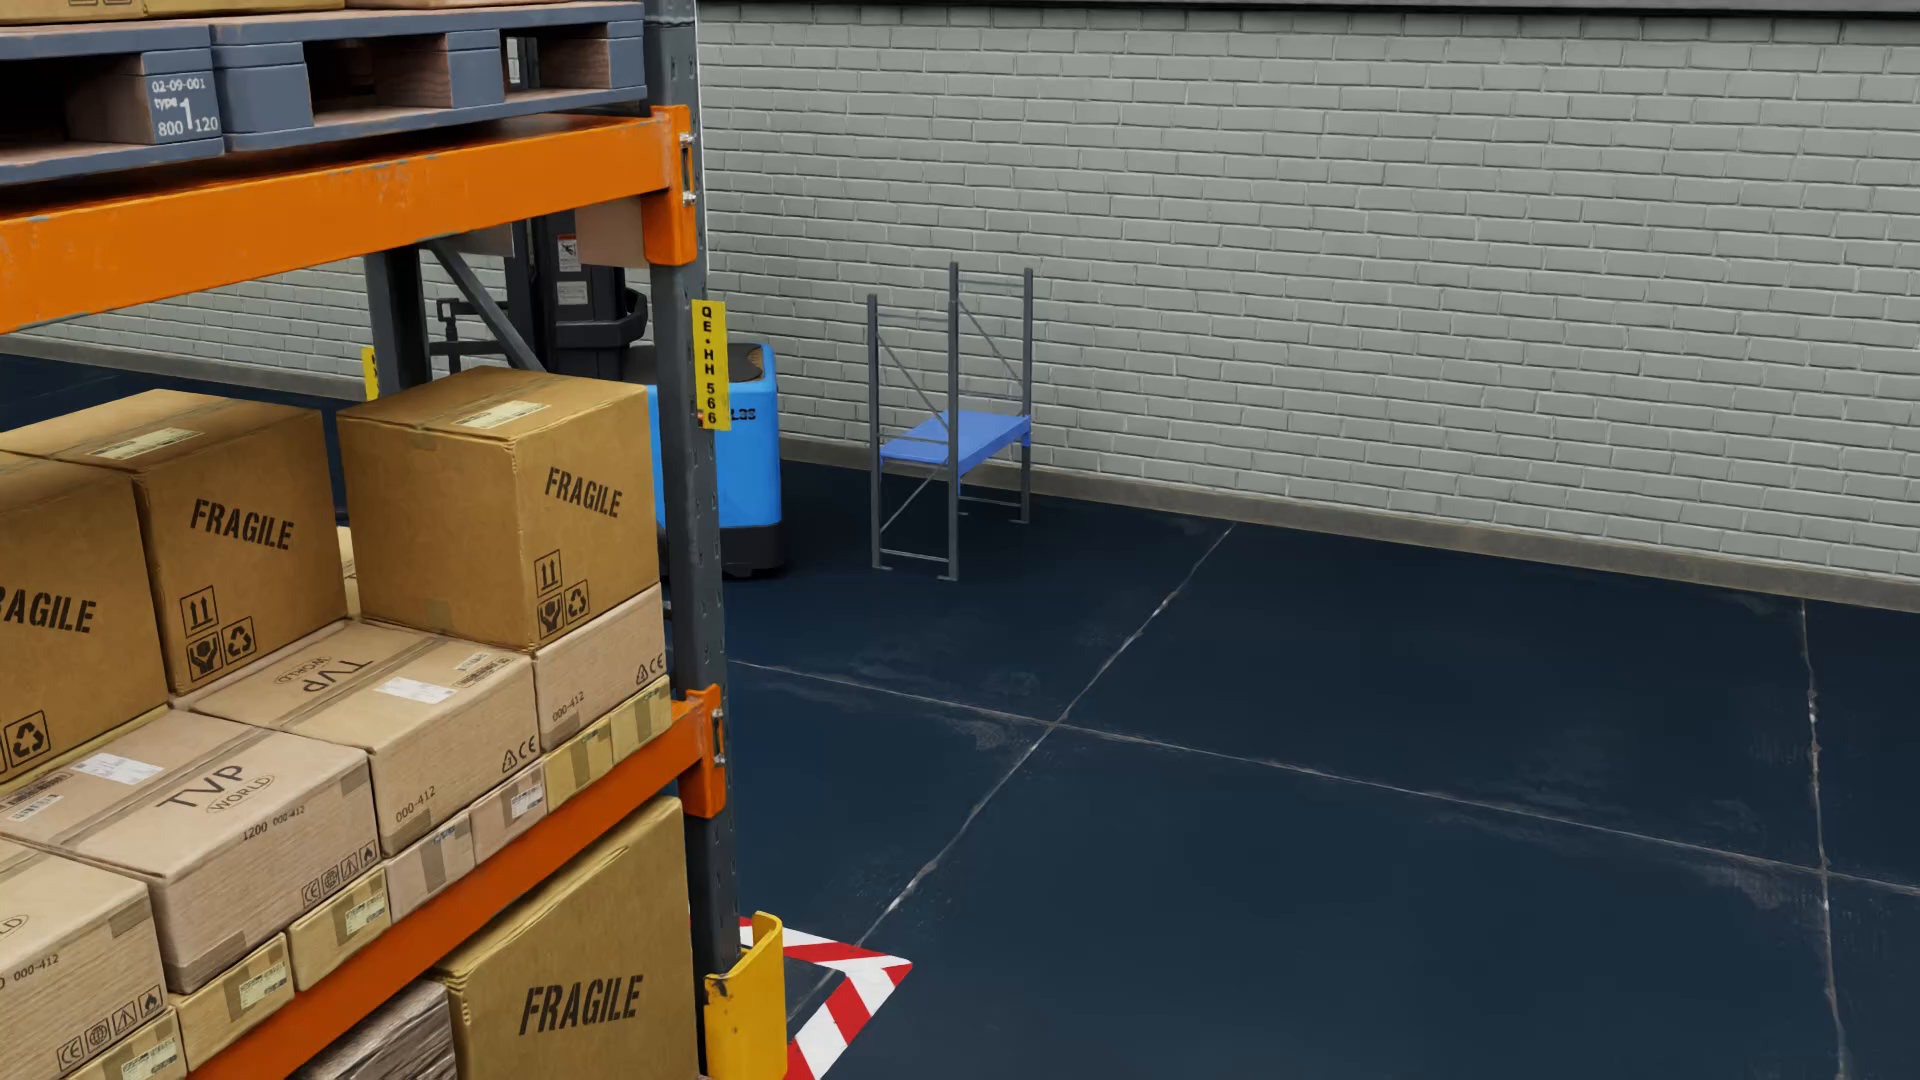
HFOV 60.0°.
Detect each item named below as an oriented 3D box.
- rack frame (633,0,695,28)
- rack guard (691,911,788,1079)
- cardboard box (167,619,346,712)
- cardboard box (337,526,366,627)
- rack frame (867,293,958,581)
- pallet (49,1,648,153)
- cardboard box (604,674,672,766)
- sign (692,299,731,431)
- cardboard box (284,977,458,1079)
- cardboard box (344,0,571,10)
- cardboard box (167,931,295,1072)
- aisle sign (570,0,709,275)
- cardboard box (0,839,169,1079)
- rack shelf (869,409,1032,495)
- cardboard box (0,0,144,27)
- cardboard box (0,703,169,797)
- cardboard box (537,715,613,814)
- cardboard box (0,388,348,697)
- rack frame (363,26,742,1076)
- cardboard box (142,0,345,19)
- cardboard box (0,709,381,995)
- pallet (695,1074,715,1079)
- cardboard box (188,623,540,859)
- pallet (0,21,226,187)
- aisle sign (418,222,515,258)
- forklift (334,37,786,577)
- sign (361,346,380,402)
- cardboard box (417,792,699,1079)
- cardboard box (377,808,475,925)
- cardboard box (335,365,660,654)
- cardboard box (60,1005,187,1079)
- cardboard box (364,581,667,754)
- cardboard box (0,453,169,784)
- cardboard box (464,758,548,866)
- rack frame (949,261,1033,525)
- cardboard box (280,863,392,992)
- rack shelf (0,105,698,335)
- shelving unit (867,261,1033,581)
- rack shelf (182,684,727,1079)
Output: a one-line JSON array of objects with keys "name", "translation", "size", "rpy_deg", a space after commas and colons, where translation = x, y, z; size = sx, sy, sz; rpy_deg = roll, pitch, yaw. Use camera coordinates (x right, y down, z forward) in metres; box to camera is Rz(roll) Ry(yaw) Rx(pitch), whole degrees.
[{"name": "rack frame", "translation": [-1.109, -2.680, 3.576], "size": [1.000, 3.000, 0.127], "rpy_deg": [9, 21, 23]}, {"name": "rack guard", "translation": [-1.100, 1.316, 5.021], "size": [1.175, 0.500, 0.348], "rpy_deg": [9, 21, 23]}, {"name": "cardboard box", "translation": [-1.759, 0.346, 3.799], "size": [0.500, 0.250, 0.500], "rpy_deg": [8, 21, 22]}, {"name": "cardboard box", "translation": [-1.552, 0.186, 4.248], "size": [0.500, 0.250, 0.500], "rpy_deg": [8, 21, 21]}, {"name": "rack frame", "translation": [-0.243, -0.525, 8.707], "size": [0.500, 1.500, 0.032], "rpy_deg": [9, 21, 23]}, {"name": "pallet", "translation": [-1.404, -0.997, 3.452], "size": [1.003, 0.211, 1.213], "rpy_deg": [9, 21, 23]}, {"name": "cardboard box", "translation": [-0.955, 0.418, 4.190], "size": [0.380, 0.149, 0.250], "rpy_deg": [9, 21, 24]}, {"name": "sign", "translation": [-0.620, -0.432, 4.126], "size": [0.100, 0.325, 0.005], "rpy_deg": [9, 21, 23]}, {"name": "cardboard box", "translation": [-1.671, 1.434, 3.504], "size": [0.875, 0.875, 0.875], "rpy_deg": [9, 21, 23]}, {"name": "cardboard box", "translation": [-1.273, -1.393, 3.507], "size": [0.700, 0.500, 0.500], "rpy_deg": [7, 21, 19]}, {"name": "cardboard box", "translation": [-1.477, 0.810, 3.089], "size": [0.380, 0.149, 0.250], "rpy_deg": [9, 21, 23]}, {"name": "aisle sign", "translation": [-0.806, -1.060, 4.092], "size": [0.394, 0.787, 0.004], "rpy_deg": [9, 21, 23]}, {"name": "cardboard box", "translation": [-1.692, 0.732, 2.715], "size": [0.500, 0.250, 0.500], "rpy_deg": [9, 21, 23]}, {"name": "rack shelf", "translation": [-0.035, -0.511, 9.204], "size": [0.538, 0.185, 1.000], "rpy_deg": [9, 21, 23]}, {"name": "cardboard box", "translation": [-1.781, -1.073, 2.607], "size": [0.700, 0.500, 0.500], "rpy_deg": [7, 21, 19]}, {"name": "cardboard box", "translation": [-1.968, 0.499, 3.368], "size": [0.500, 0.250, 0.500], "rpy_deg": [8, 21, 21]}, {"name": "cardboard box", "translation": [-1.060, 0.498, 3.966], "size": [0.380, 0.149, 0.250], "rpy_deg": [9, 21, 23]}, {"name": "cardboard box", "translation": [-1.757, -0.014, 3.693], "size": [0.500, 0.500, 0.500], "rpy_deg": [8, 21, 21]}, {"name": "rack frame", "translation": [-1.109, 0.146, 4.581], "size": [1.000, 3.000, 0.127], "rpy_deg": [9, 21, 23]}, {"name": "cardboard box", "translation": [-1.614, -1.237, 3.070], "size": [0.700, 0.500, 0.500], "rpy_deg": [8, 21, 21]}, {"name": "cardboard box", "translation": [-1.482, 0.572, 3.164], "size": [0.500, 0.250, 0.500], "rpy_deg": [8, 21, 21]}, {"name": "pallet", "translation": [-1.365, 1.715, 4.331], "size": [1.003, 0.211, 1.213], "rpy_deg": [9, 21, 23]}, {"name": "cardboard box", "translation": [-1.274, 0.416, 3.602], "size": [0.500, 0.250, 0.500], "rpy_deg": [8, 21, 22]}, {"name": "pallet", "translation": [-1.902, -0.623, 2.400], "size": [1.003, 0.211, 1.213], "rpy_deg": [9, 21, 23]}, {"name": "aisle sign", "translation": [-1.354, -1.142, 4.323], "size": [0.394, 0.787, 0.004], "rpy_deg": [9, 21, 23]}, {"name": "forklift", "translation": [-2.491, -1.275, 8.680], "size": [3.031, 2.935, 1.130], "rpy_deg": [-2, 20, -7]}, {"name": "sign", "translation": [-1.613, -0.377, 4.642], "size": [0.100, 0.325, 0.005], "rpy_deg": [9, 21, 23]}, {"name": "cardboard box", "translation": [-1.298, 1.156, 4.286], "size": [0.875, 0.875, 0.875], "rpy_deg": [9, 21, 23]}, {"name": "cardboard box", "translation": [-1.267, 0.651, 3.536], "size": [0.380, 0.149, 0.250], "rpy_deg": [9, 21, 24]}, {"name": "cardboard box", "translation": [-1.069, -0.092, 3.911], "size": [0.500, 0.500, 0.500], "rpy_deg": [9, 21, 23]}, {"name": "cardboard box", "translation": [-1.581, 0.886, 2.876], "size": [0.380, 0.149, 0.250], "rpy_deg": [9, 21, 24]}, {"name": "cardboard box", "translation": [-1.066, 0.261, 4.038], "size": [0.500, 0.250, 0.500], "rpy_deg": [8, 21, 22]}, {"name": "cardboard box", "translation": [-1.964, 0.145, 3.245], "size": [0.500, 0.500, 0.500], "rpy_deg": [8, 21, 21]}, {"name": "cardboard box", "translation": [-1.164, 0.575, 3.750], "size": [0.380, 0.149, 0.250], "rpy_deg": [9, 21, 23]}, {"name": "rack frame", "translation": [0.173, -0.836, 9.581], "size": [0.500, 1.500, 0.032], "rpy_deg": [9, 21, 23]}, {"name": "cardboard box", "translation": [-1.372, 0.731, 3.312], "size": [0.380, 0.149, 0.250], "rpy_deg": [8, 21, 21]}, {"name": "rack shelf", "translation": [-1.928, -0.317, 2.480], "size": [1.077, 0.370, 4.000], "rpy_deg": [9, 21, 23]}, {"name": "shelving unit", "translation": [-0.035, -0.681, 9.144], "size": [0.538, 1.500, 1.048], "rpy_deg": [9, 21, 23]}, {"name": "rack shelf", "translation": [-1.928, 1.096, 2.983], "size": [1.077, 0.370, 4.000], "rpy_deg": [9, 21, 23]}]
